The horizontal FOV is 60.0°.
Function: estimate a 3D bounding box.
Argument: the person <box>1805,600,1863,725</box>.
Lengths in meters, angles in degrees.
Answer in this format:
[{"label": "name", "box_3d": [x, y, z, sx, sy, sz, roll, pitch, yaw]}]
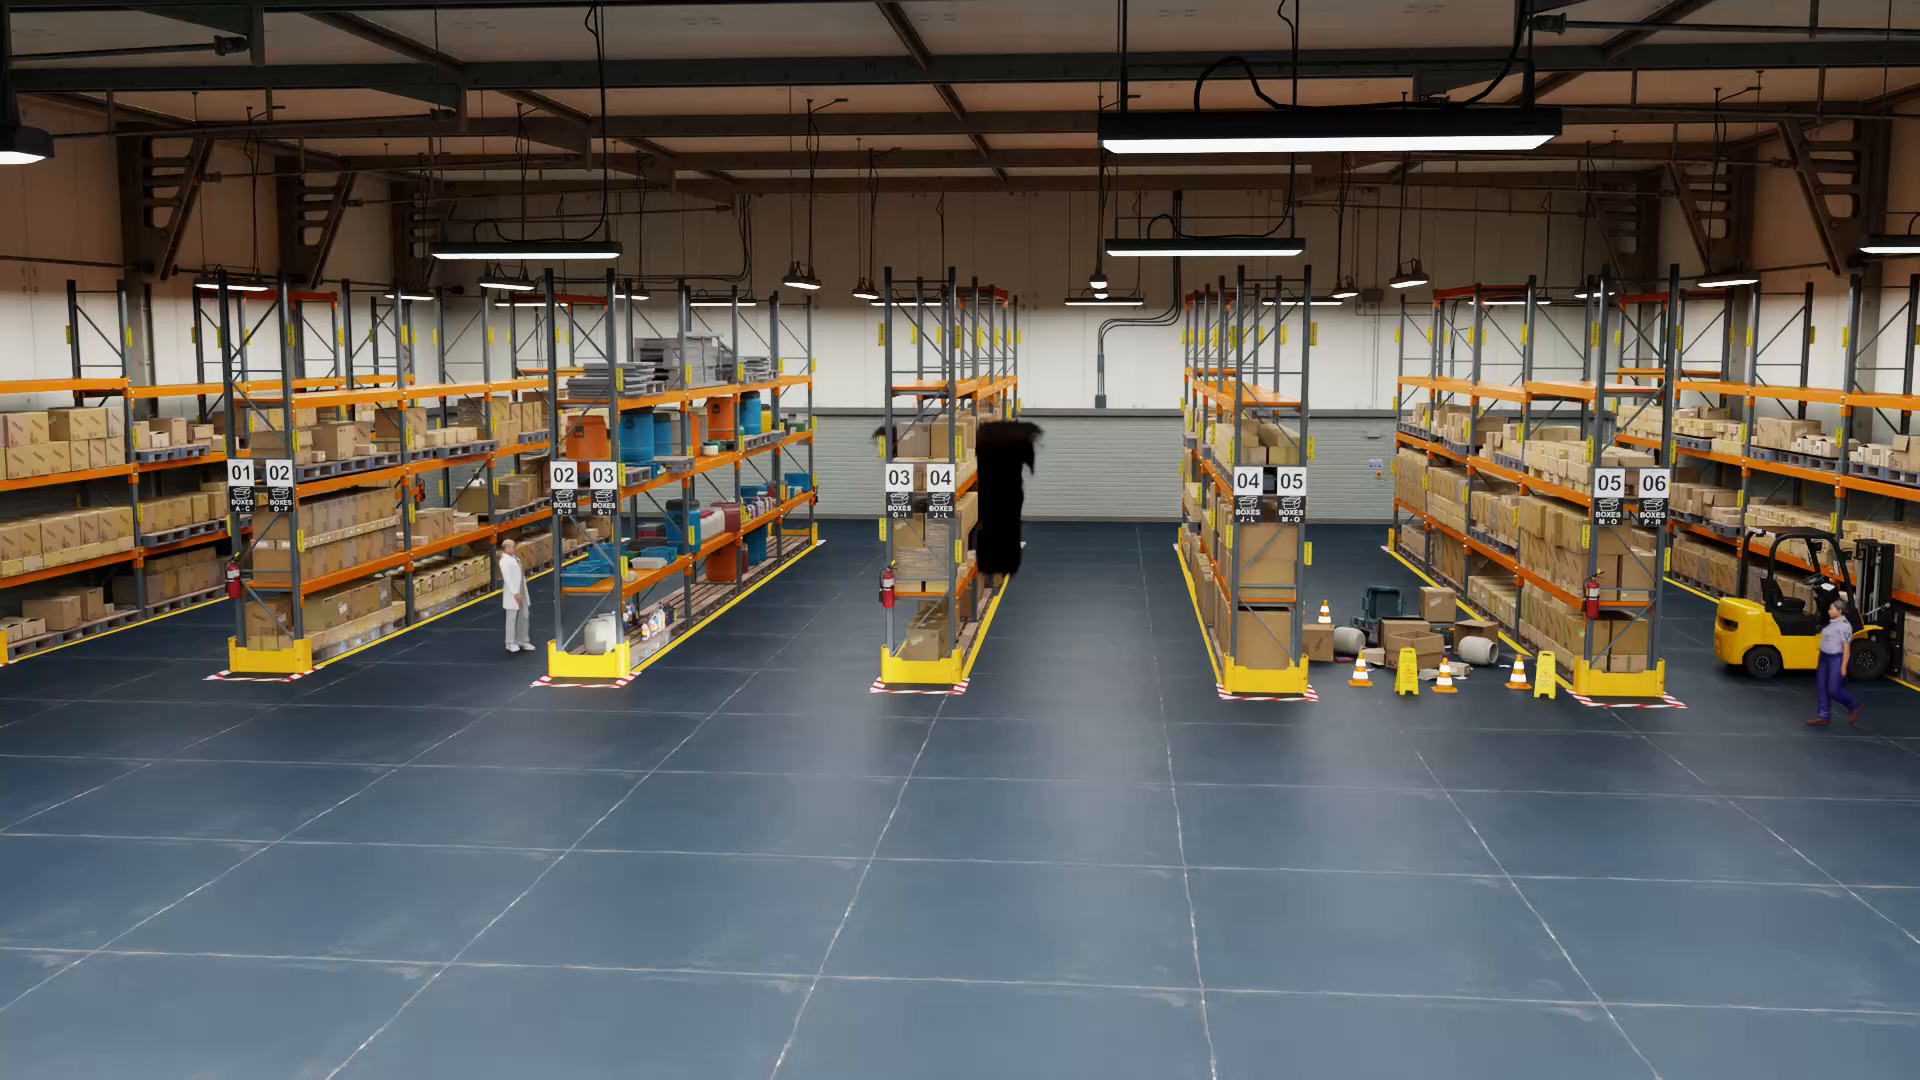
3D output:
[{"label": "person", "box_3d": [11.310, 1.592, 21.416, 0.601, 1.624, 0.489, -1, 7, -12]}]

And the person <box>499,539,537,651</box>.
[{"label": "person", "box_3d": [-7.121, 0.901, 26.644, 0.595, 1.824, 0.591, 4, 8, 28]}]

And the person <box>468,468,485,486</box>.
[{"label": "person", "box_3d": [-12.451, -1.036, 42.886, 0.441, 1.652, 0.780, 0, 7, -3]}]
